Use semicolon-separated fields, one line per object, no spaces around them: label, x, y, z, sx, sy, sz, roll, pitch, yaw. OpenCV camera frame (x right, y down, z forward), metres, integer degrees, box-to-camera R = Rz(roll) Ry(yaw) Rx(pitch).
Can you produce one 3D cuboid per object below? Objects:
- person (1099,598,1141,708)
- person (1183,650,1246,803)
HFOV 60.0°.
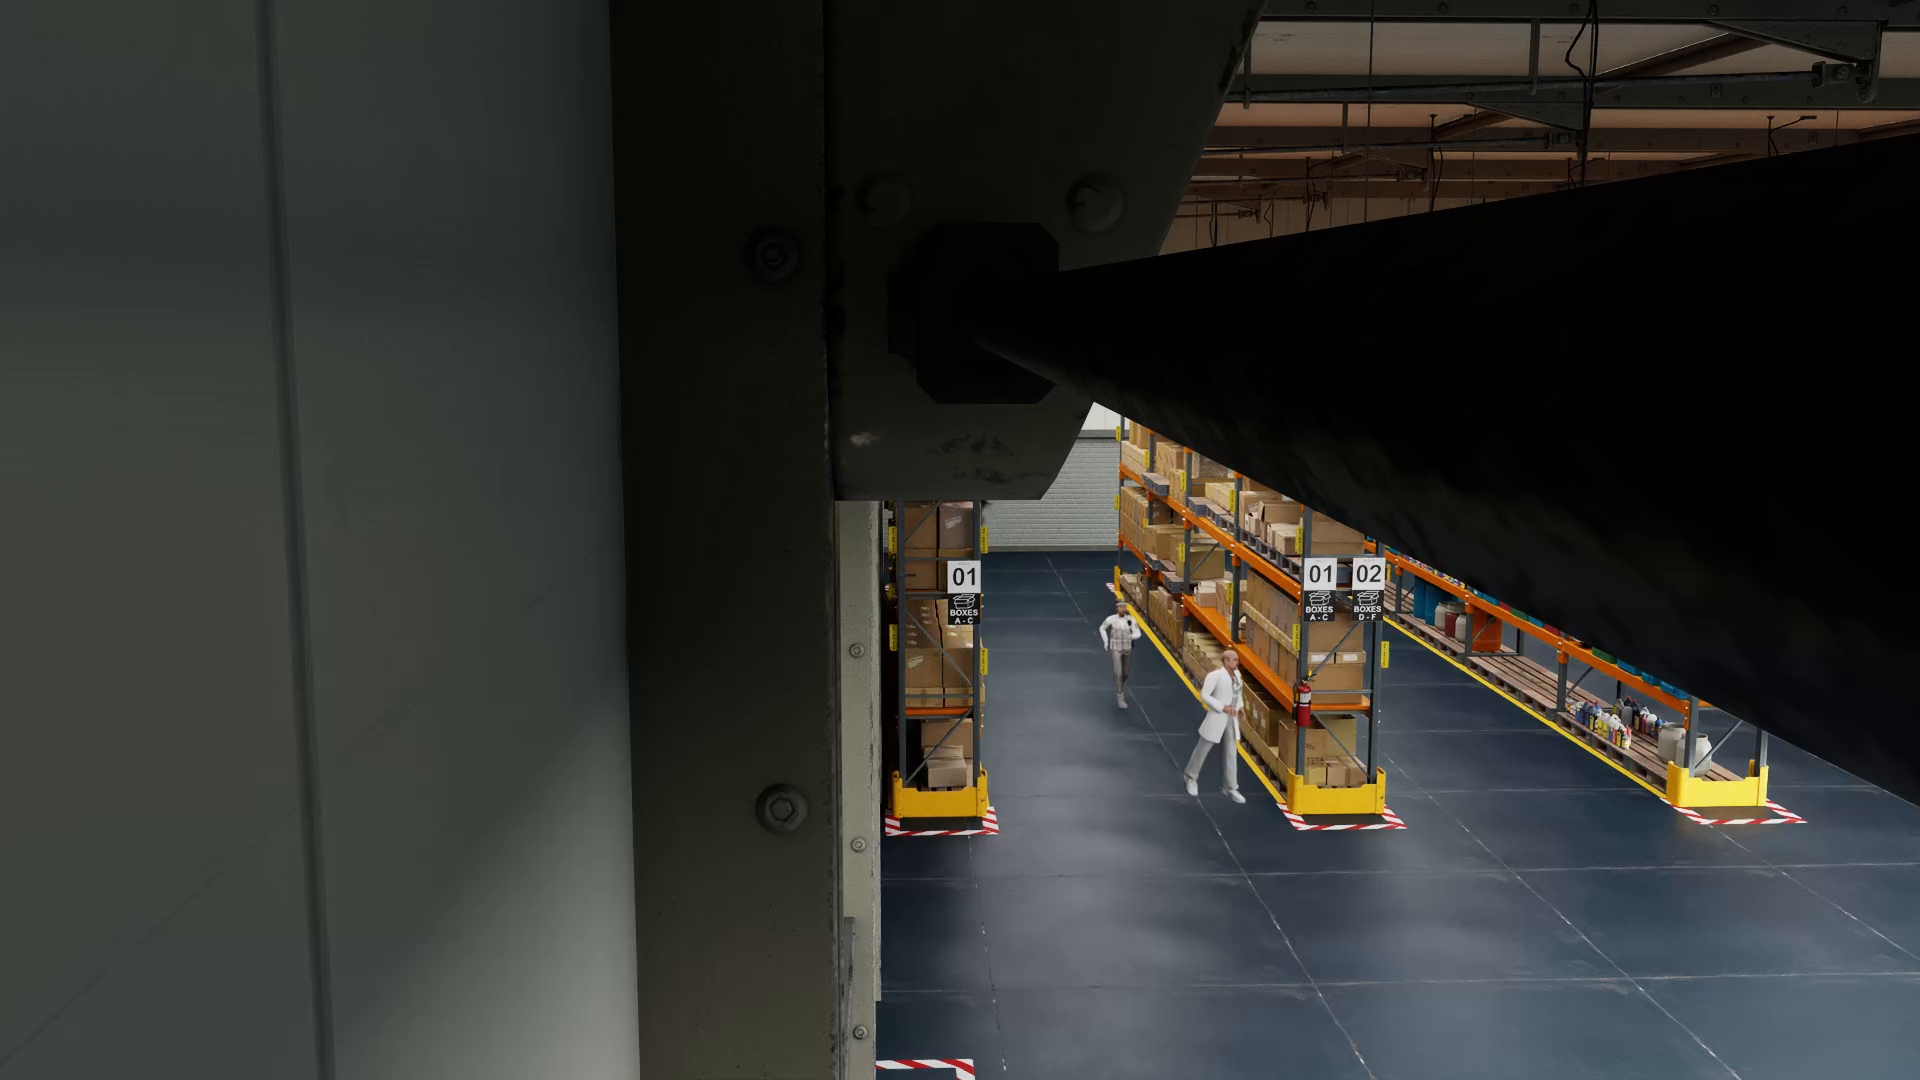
person;2.532;1.729;26.098;0.614;1.674;0.891;-1;8;-8
person;3.254;2.242;20.366;0.772;1.812;0.930;-6;10;-36
